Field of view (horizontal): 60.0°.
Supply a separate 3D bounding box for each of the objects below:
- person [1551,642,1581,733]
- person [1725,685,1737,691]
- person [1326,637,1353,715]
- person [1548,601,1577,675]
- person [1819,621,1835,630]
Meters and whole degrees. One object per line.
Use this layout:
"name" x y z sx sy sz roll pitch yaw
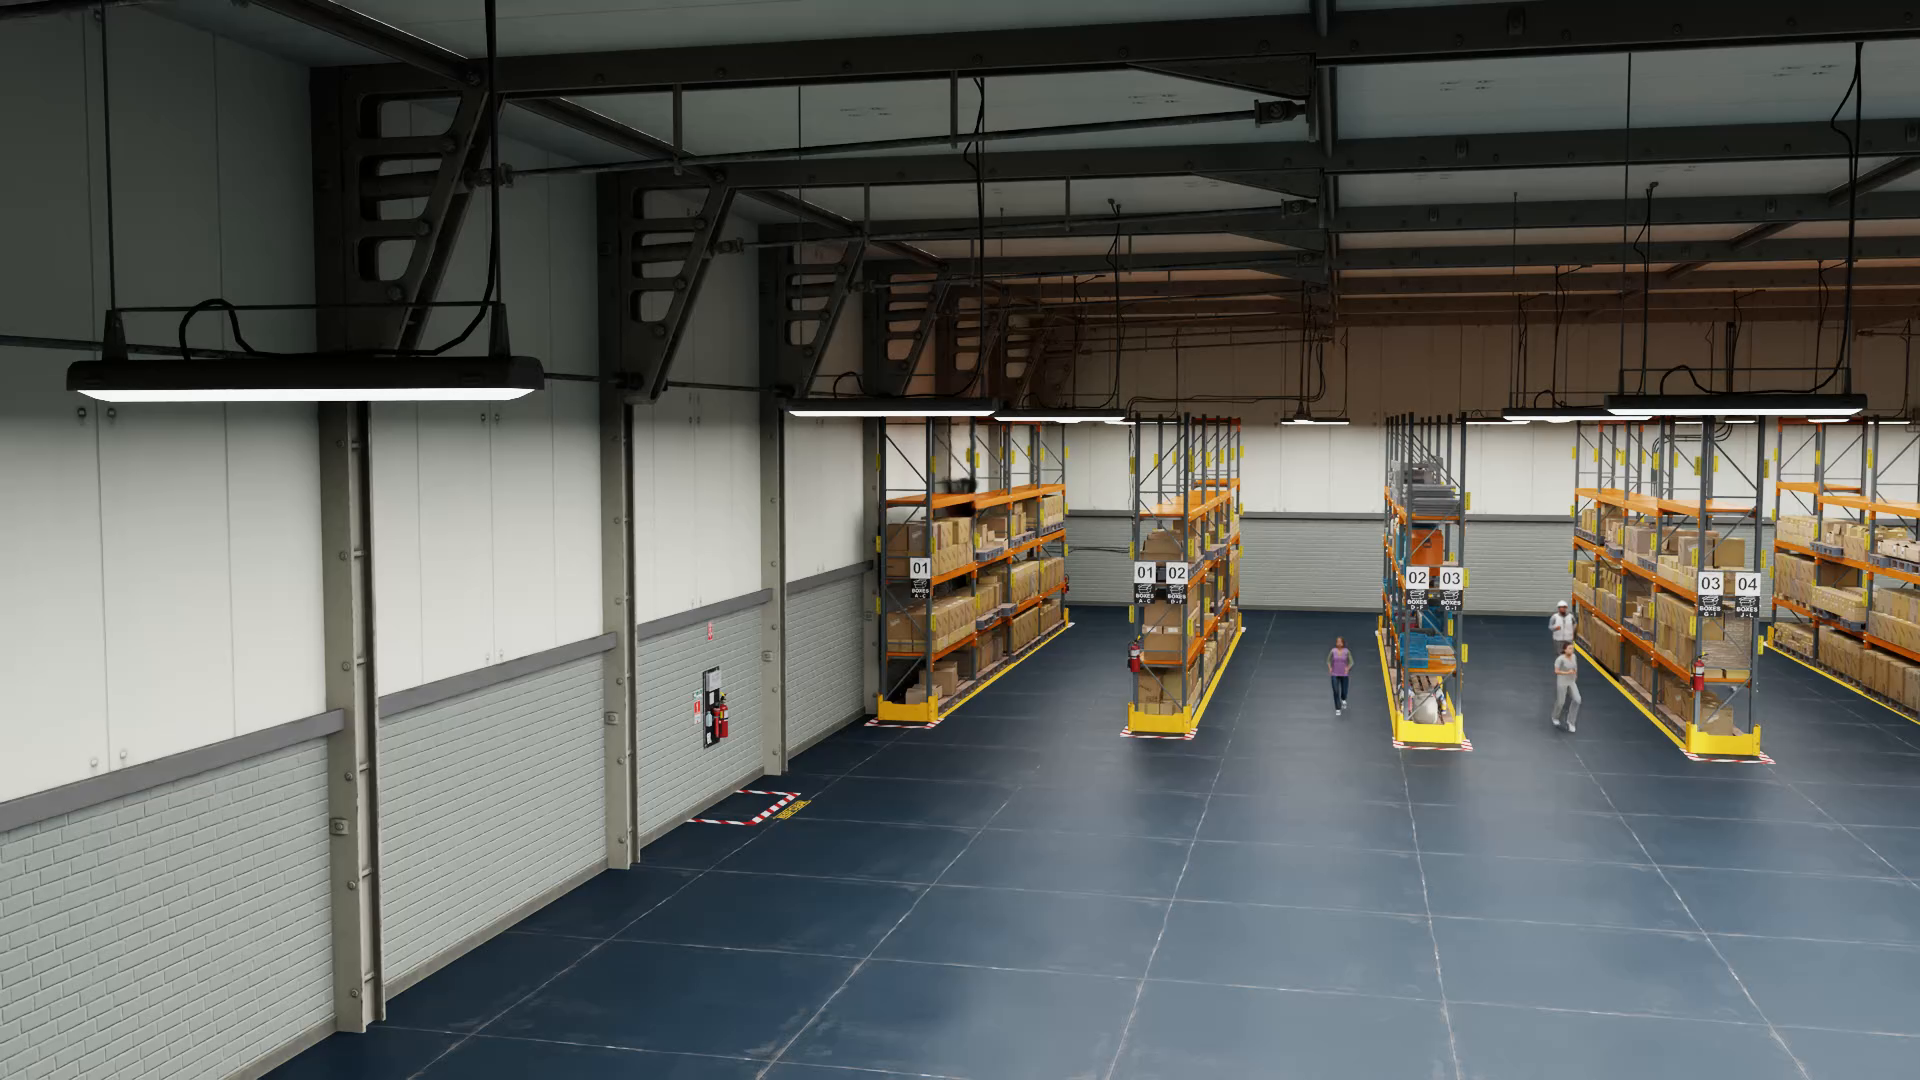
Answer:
"person" 11.465 2.762 31.524 0.586 1.699 0.835 -1 4 -12
"person" 16.777 2.414 35.949 0.703 1.733 0.625 1 4 10
"person" 7.570 2.702 33.196 0.535 1.548 0.567 1 4 15
"person" 13.694 2.291 37.787 0.638 1.835 0.777 1 4 16
"person" 23.027 1.874 44.151 0.739 1.727 0.525 -1 4 -15
